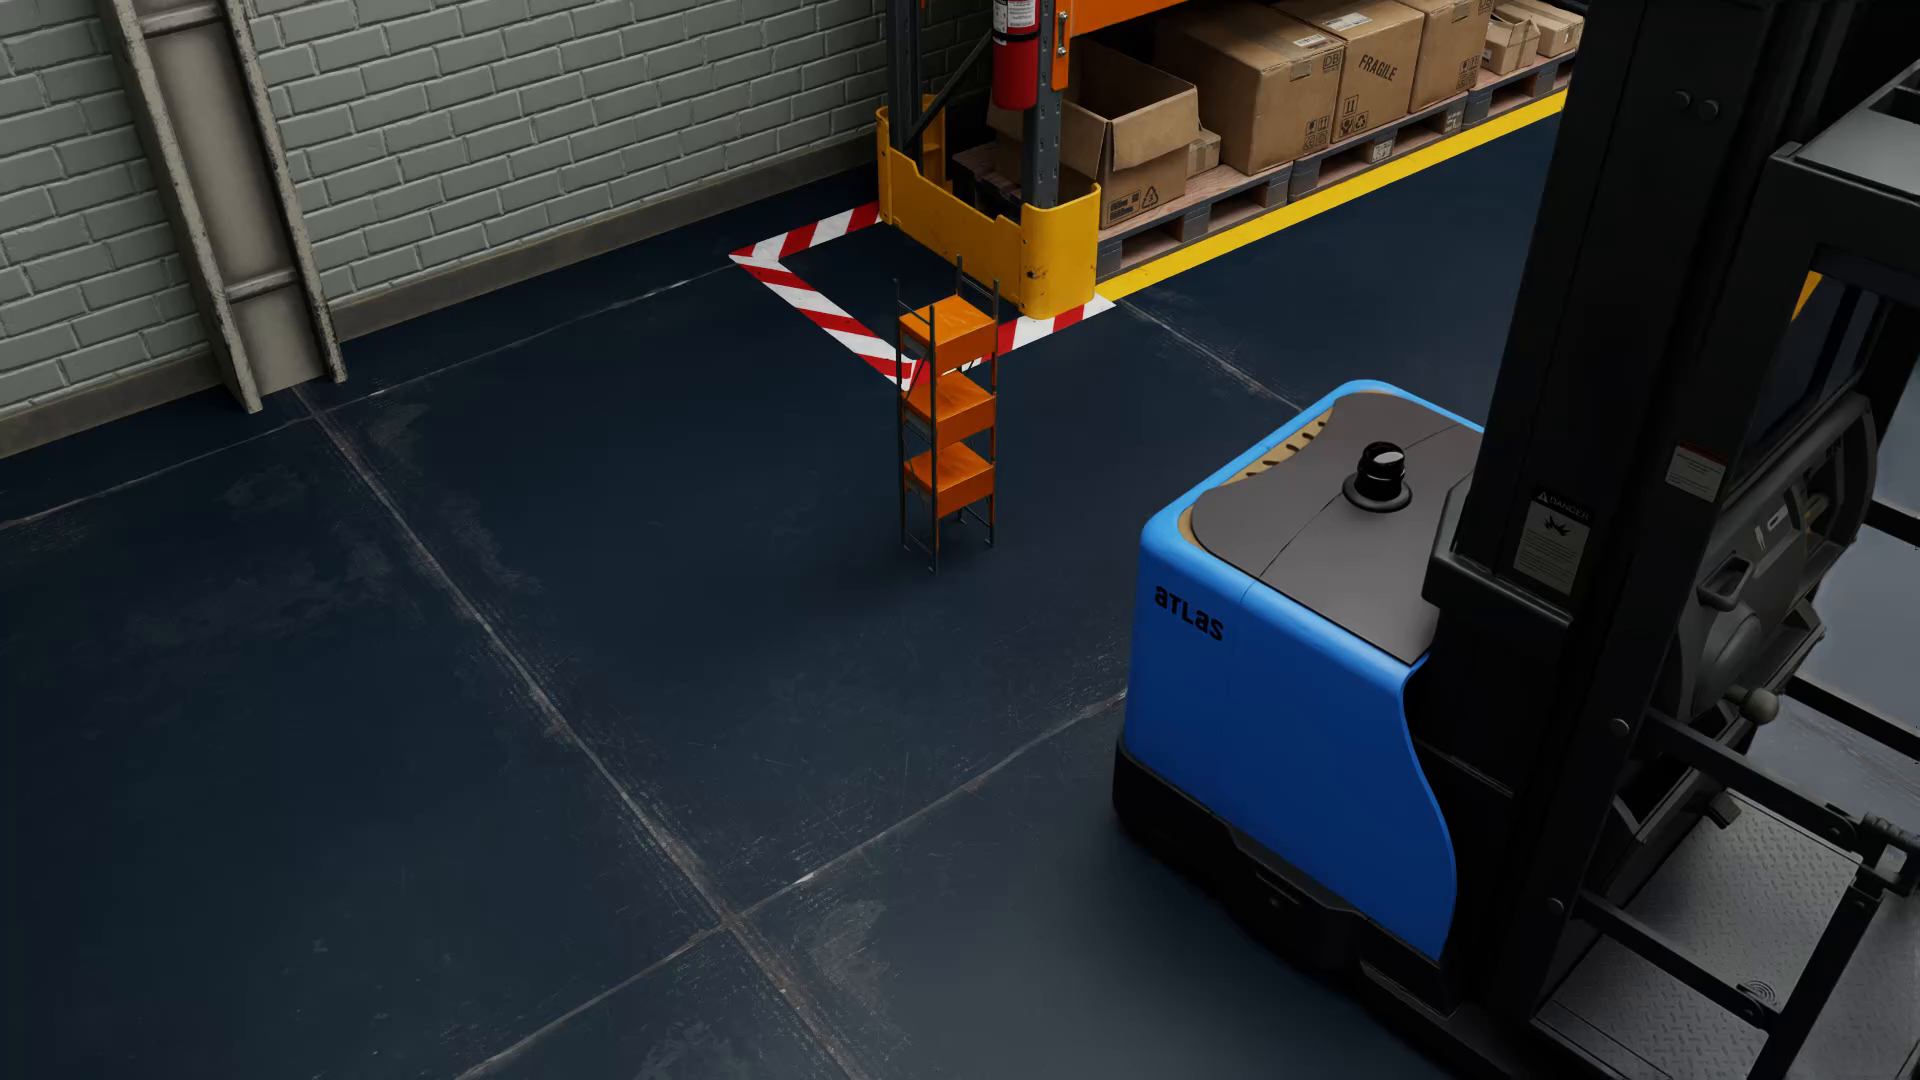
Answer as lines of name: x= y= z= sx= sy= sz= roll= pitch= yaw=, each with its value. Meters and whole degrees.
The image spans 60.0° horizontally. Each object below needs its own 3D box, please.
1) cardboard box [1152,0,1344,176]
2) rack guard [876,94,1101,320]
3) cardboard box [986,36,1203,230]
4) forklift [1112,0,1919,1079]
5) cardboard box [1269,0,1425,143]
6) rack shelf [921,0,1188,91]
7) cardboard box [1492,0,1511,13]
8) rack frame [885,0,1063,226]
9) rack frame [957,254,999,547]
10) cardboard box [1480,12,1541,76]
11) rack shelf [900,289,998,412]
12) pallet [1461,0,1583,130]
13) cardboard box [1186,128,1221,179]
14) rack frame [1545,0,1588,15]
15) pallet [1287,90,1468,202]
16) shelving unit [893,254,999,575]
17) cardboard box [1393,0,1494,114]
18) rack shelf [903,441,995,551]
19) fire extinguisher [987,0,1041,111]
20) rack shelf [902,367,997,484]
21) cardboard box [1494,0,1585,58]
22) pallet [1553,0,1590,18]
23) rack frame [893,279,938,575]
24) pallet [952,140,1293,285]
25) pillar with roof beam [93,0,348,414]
cardboard box: x=1.284 y=-2.076 z=7.556 sx=0.500 sy=0.500 sz=0.700 roll=-24 pitch=45 yaw=-26
rack guard: x=0.101 y=-1.444 z=7.116 sx=0.348 sy=0.500 sz=1.175 roll=-26 pitch=46 yaw=-28
cardboard box: x=0.583 y=-1.767 z=7.176 sx=0.637 sy=0.503 sz=0.797 roll=-28 pitch=47 yaw=-30
forklift: x=1.835 y=0.099 z=3.318 sx=3.031 sy=2.935 sz=1.130 roll=32 pitch=49 yaw=33
cardboard box: x=1.765 y=-2.230 z=7.744 sx=0.500 sy=0.500 sz=0.500 roll=-25 pitch=46 yaw=-27
rack shelf: x=1.626 y=-2.876 z=7.458 sx=4.000 sy=0.370 sz=1.077 roll=-26 pitch=46 yaw=-28
cardboard box: x=2.544 y=-2.913 z=8.725 sx=0.500 sy=0.311 sz=0.500 roll=-24 pitch=45 yaw=-27
rack frame: x=0.040 y=-2.381 z=6.287 sx=0.127 sy=3.000 sz=1.000 roll=-26 pitch=46 yaw=-28
rack frame: x=0.054 y=-0.432 z=5.449 sx=0.008 sy=1.050 sz=0.200 roll=-26 pitch=46 yaw=-28
cardboard box: x=2.666 y=-2.531 z=8.295 sx=0.258 sy=0.266 sz=0.396 roll=-24 pitch=45 yaw=-27
rack shelf: x=-0.042 y=-0.596 z=5.219 sx=0.240 sy=0.259 sz=0.215 roll=-26 pitch=46 yaw=-28
pallet: x=2.667 y=-2.584 z=8.733 sx=1.213 sy=0.211 sz=1.003 roll=-26 pitch=46 yaw=-28
cardboard box: x=0.944 y=-1.774 z=7.465 sx=0.250 sy=0.149 sz=0.380 roll=-28 pitch=47 yaw=-30
rack frame: x=3.212 y=-3.927 z=8.172 sx=0.127 sy=3.000 sz=1.000 roll=-26 pitch=46 yaw=-28
pallet: x=1.699 y=-2.110 z=8.155 sx=1.213 sy=0.211 sz=1.003 roll=-26 pitch=46 yaw=-28
shelving unit: x=-0.042 y=-0.385 z=5.392 sx=0.252 sy=1.050 sz=0.215 roll=-26 pitch=46 yaw=-28
cardboard box: x=2.108 y=-2.478 z=8.045 sx=0.500 sy=0.500 sz=0.700 roll=-28 pitch=47 yaw=-30
rack shelf: x=-0.042 y=-0.162 z=5.575 sx=0.240 sy=0.259 sz=0.215 roll=-26 pitch=46 yaw=-28
fire extinguisher: x=0.205 y=-1.918 z=6.077 sx=0.183 sy=0.674 sz=0.296 roll=-26 pitch=46 yaw=-28
rack shelf: x=-0.042 y=-0.377 z=5.399 sx=0.240 sy=0.259 sz=0.215 roll=-26 pitch=46 yaw=-28
cardboard box: x=2.949 y=-2.624 z=8.500 sx=0.250 sy=0.149 sz=0.380 roll=-27 pitch=47 yaw=-29
pallet: x=3.834 y=-3.182 z=9.463 sx=1.213 sy=0.211 sz=1.003 roll=-26 pitch=46 yaw=-28
rack frame: x=-0.139 y=-0.338 z=5.334 sx=0.008 sy=1.050 sz=0.200 roll=-26 pitch=46 yaw=-28
pallet: x=0.732 y=-1.641 z=7.584 sx=1.213 sy=0.211 sz=1.003 roll=-26 pitch=46 yaw=-28
pillar with roof beam: x=-0.024 y=-1.947 z=1.028 sx=0.400 sy=9.000 sz=9.100 roll=-26 pitch=46 yaw=-28
